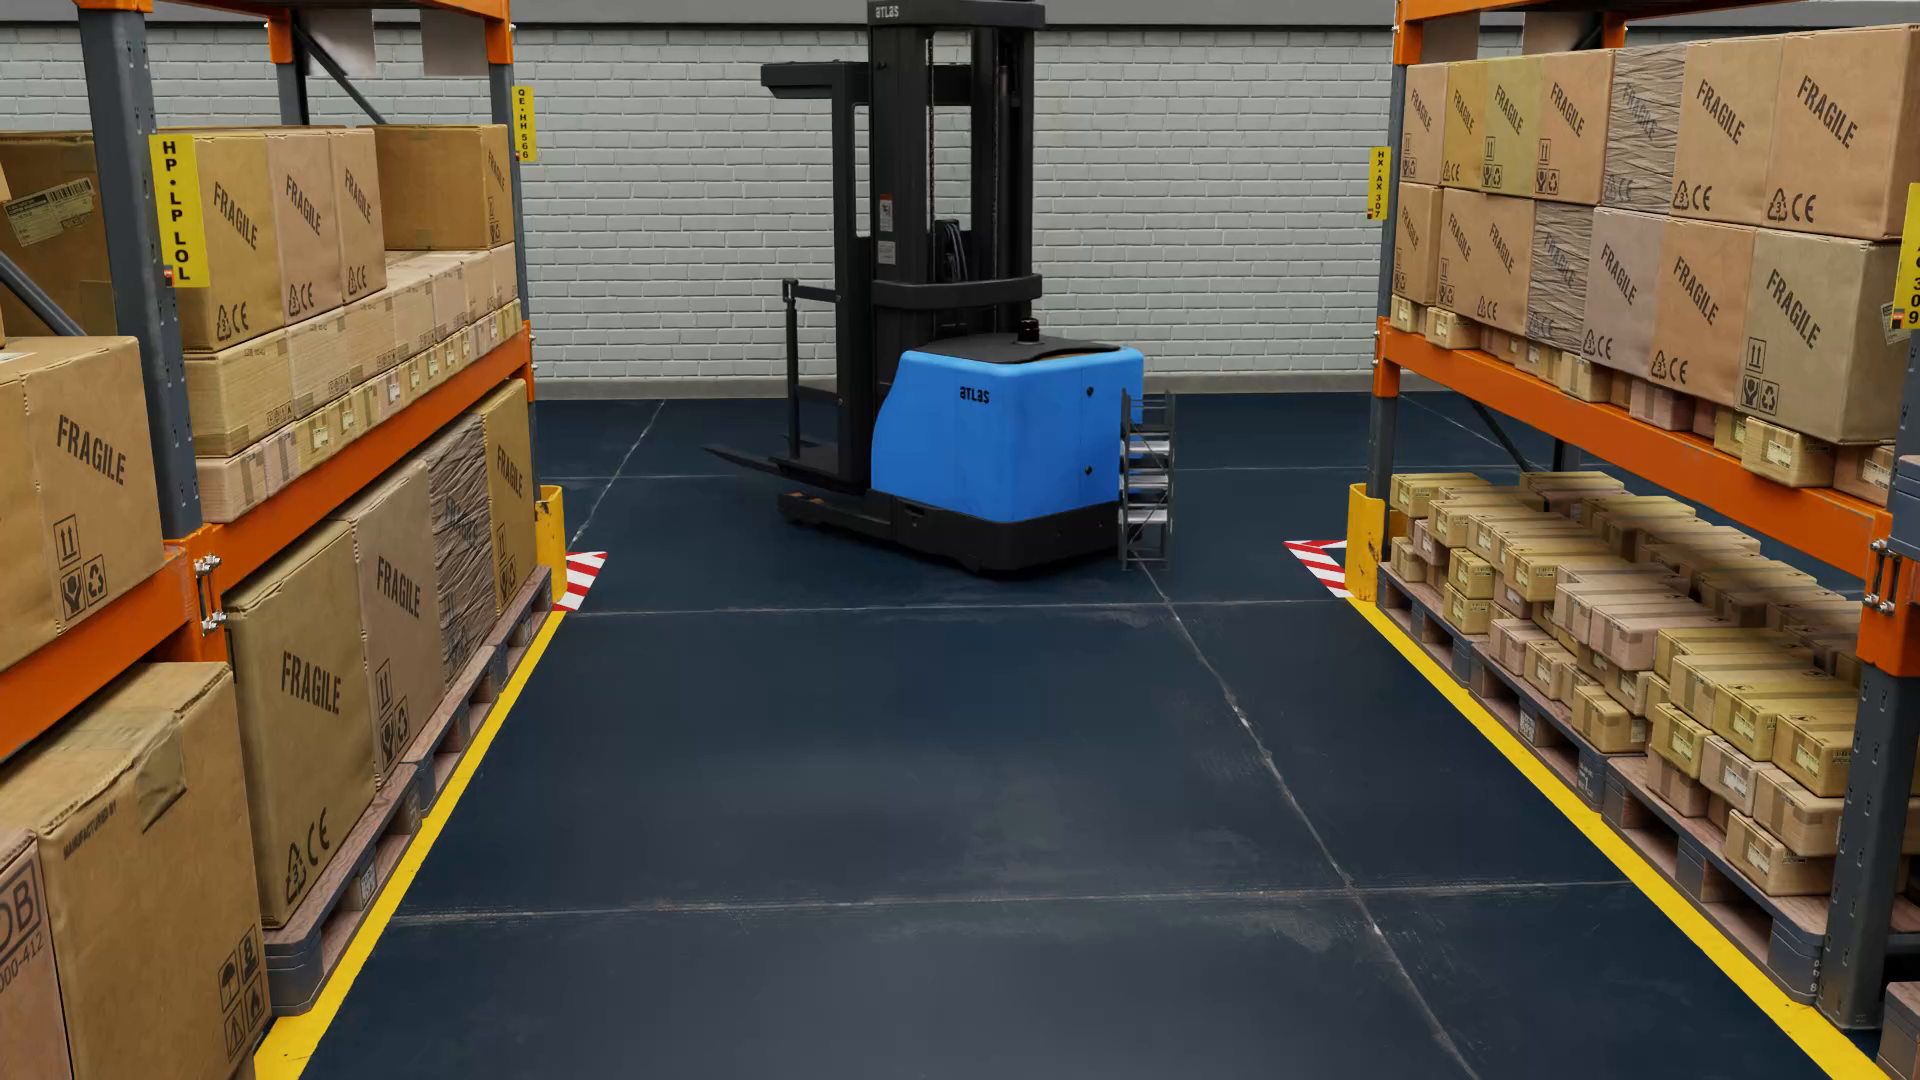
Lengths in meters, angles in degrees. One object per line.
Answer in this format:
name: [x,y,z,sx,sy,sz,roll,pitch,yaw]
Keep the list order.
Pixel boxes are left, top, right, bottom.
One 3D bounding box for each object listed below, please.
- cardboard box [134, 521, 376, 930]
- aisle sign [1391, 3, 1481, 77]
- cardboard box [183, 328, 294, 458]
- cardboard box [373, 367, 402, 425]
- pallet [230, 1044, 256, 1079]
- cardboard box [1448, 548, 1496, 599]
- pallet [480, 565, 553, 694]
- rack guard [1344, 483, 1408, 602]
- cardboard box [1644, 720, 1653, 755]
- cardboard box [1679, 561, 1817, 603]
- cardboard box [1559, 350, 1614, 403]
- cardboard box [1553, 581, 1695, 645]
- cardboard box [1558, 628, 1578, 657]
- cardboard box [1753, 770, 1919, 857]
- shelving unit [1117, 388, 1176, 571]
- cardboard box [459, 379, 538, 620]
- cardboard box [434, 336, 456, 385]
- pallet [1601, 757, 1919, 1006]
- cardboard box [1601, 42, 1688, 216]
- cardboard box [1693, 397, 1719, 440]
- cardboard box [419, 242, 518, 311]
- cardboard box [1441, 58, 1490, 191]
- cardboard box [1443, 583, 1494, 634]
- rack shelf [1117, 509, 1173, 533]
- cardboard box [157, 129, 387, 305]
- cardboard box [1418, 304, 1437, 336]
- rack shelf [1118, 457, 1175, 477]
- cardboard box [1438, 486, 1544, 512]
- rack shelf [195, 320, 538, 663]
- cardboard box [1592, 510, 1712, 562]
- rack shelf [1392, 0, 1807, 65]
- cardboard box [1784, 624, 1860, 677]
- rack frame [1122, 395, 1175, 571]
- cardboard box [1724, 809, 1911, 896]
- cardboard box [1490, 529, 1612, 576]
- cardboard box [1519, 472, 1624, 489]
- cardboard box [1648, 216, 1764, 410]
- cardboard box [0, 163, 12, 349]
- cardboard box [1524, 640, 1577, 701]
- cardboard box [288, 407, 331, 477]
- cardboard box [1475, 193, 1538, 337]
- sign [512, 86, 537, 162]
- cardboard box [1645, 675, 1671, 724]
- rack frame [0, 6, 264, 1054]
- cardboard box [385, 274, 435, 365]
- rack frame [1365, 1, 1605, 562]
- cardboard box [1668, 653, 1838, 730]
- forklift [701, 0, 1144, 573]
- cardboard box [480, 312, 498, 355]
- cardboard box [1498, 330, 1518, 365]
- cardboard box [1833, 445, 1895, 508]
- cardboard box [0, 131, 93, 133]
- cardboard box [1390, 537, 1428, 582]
cardboard box: [-2.202,0.480,4.563,0.875,0.875,0.875,-1,14,-3]
aisle sign: [2.164,-2.499,7.502,0.394,0.787,0.004,-1,14,-3]
cardboard box: [-2.009,-0.373,4.159,0.500,0.250,0.500,-1,14,-4]
cardboard box: [-2.008,-0.460,5.297,0.380,0.149,0.250,-1,14,-3]
pallet: [-2.118,1.361,3.314,1.003,0.211,1.213,-1,14,-3]
cardboard box: [2.216,0.135,6.764,0.380,0.149,0.250,0,14,-2]
pallet: [-2.361,0.373,7.153,1.003,0.211,1.213,-1,14,-3]
rack guard: [2.472,0.003,8.012,1.175,0.500,0.348,-1,14,-3]
cardboard box: [2.443,0.655,5.338,0.380,0.149,0.250,-1,14,-5]
cardboard box: [2.830,0.179,5.994,0.380,0.149,0.250,-1,14,-3]
cardboard box: [2.296,-0.565,5.708,0.380,0.149,0.250,-1,14,-2]
cardboard box: [2.280,0.250,5.721,0.380,0.149,0.250,-1,14,-5]
cardboard box: [2.392,0.334,5.992,0.380,0.149,0.250,0,14,-1]
cardboard box: [2.379,0.728,4.459,0.380,0.149,0.250,-1,14,-2]
shelving unit: [0.939,-0.304,8.403,0.258,0.900,0.210,0,14,-1]
cardboard box: [-2.369,-0.192,7.172,0.875,0.875,0.875,-1,14,-3]
cardboard box: [-2.057,-0.651,6.043,0.380,0.149,0.250,-1,14,-3]
pallet: [2.639,0.952,4.902,1.003,0.211,1.213,-1,14,-3]
cardboard box: [2.362,-1.277,5.166,0.500,0.500,0.500,-1,14,-2]
cardboard box: [2.435,-0.372,4.958,0.380,0.149,0.250,-1,14,-5]
cardboard box: [-2.194,-1.130,7.103,0.500,0.250,0.500,-1,14,-4]
cardboard box: [2.268,-1.662,6.662,0.500,0.500,0.500,0,14,-2]
cardboard box: [2.207,0.277,6.810,0.380,0.149,0.250,-1,14,-3]
rack shelf: [0.938,-0.098,8.456,0.258,0.077,0.200,0,14,-1]
cardboard box: [-2.075,-0.990,5.053,0.500,0.500,0.500,-1,14,-5]
cardboard box: [2.218,-0.957,7.229,0.380,0.149,0.250,0,14,-1]
rack shelf: [0.939,-0.359,8.388,0.258,0.077,0.200,0,14,-1]
cardboard box: [2.298,-0.135,7.216,0.380,0.149,0.250,-1,14,-2]
rack shelf: [-2.365,-0.329,5.730,1.077,0.370,4.000,-1,14,-3]
cardboard box: [2.807,-0.018,6.763,0.380,0.149,0.250,-1,15,-6]
rack shelf: [2.592,-1.833,5.556,1.077,0.370,4.000,-1,14,-3]
cardboard box: [2.839,0.372,5.244,0.380,0.149,0.250,-1,14,-5]
rack frame: [0.941,-0.279,8.304,0.240,0.900,0.006,0,14,-1]
cardboard box: [2.351,0.853,4.569,0.380,0.149,0.250,-1,14,-3]
cardboard box: [2.292,0.059,6.462,0.380,0.149,0.250,0,14,-1]
cardboard box: [2.753,-0.210,7.506,0.380,0.149,0.250,-1,14,-3]
cardboard box: [2.373,-0.669,4.810,0.500,0.500,0.500,-1,14,-5]
cardboard box: [-2.193,-0.556,2.953,0.797,0.503,0.637,-1,14,-5]
cardboard box: [2.290,0.470,6.057,0.380,0.149,0.250,-1,14,-3]
cardboard box: [-1.961,-0.268,4.553,0.380,0.149,0.250,0,14,-2]
cardboard box: [2.296,-1.048,6.284,0.500,0.500,0.500,-1,14,-3]
sign: [-1.946,-1.855,7.419,0.100,0.325,0.005,-1,14,-3]
cardboard box: [2.398,0.531,5.226,0.380,0.149,0.250,-1,14,-3]
rack frame: [-2.241,-0.180,3.707,1.000,3.000,0.127,-1,14,-3]
cardboard box: [-2.095,-0.748,5.617,0.500,0.250,0.500,-1,14,-3]
rack frame: [2.468,-1.227,7.774,1.000,3.000,0.127,-1,14,-3]
cardboard box: [2.356,0.448,4.949,0.380,0.149,0.250,-1,14,-4]
forklift: [-0.382,-1.560,9.206,1.130,2.935,3.031,-12,19,-39]
cardboard box: [-2.106,-0.843,6.786,0.380,0.149,0.250,-1,14,-3]
cardboard box: [2.326,-0.759,6.459,0.380,0.149,0.250,-1,14,-4]
cardboard box: [2.464,-0.178,4.201,0.380,0.149,0.250,-1,14,-4]
cardboard box: [-2.563,-0.850,4.508,0.500,0.500,0.500,-1,14,-3]
cardboard box: [2.181,0.086,7.551,0.380,0.149,0.250,-1,14,-2]
